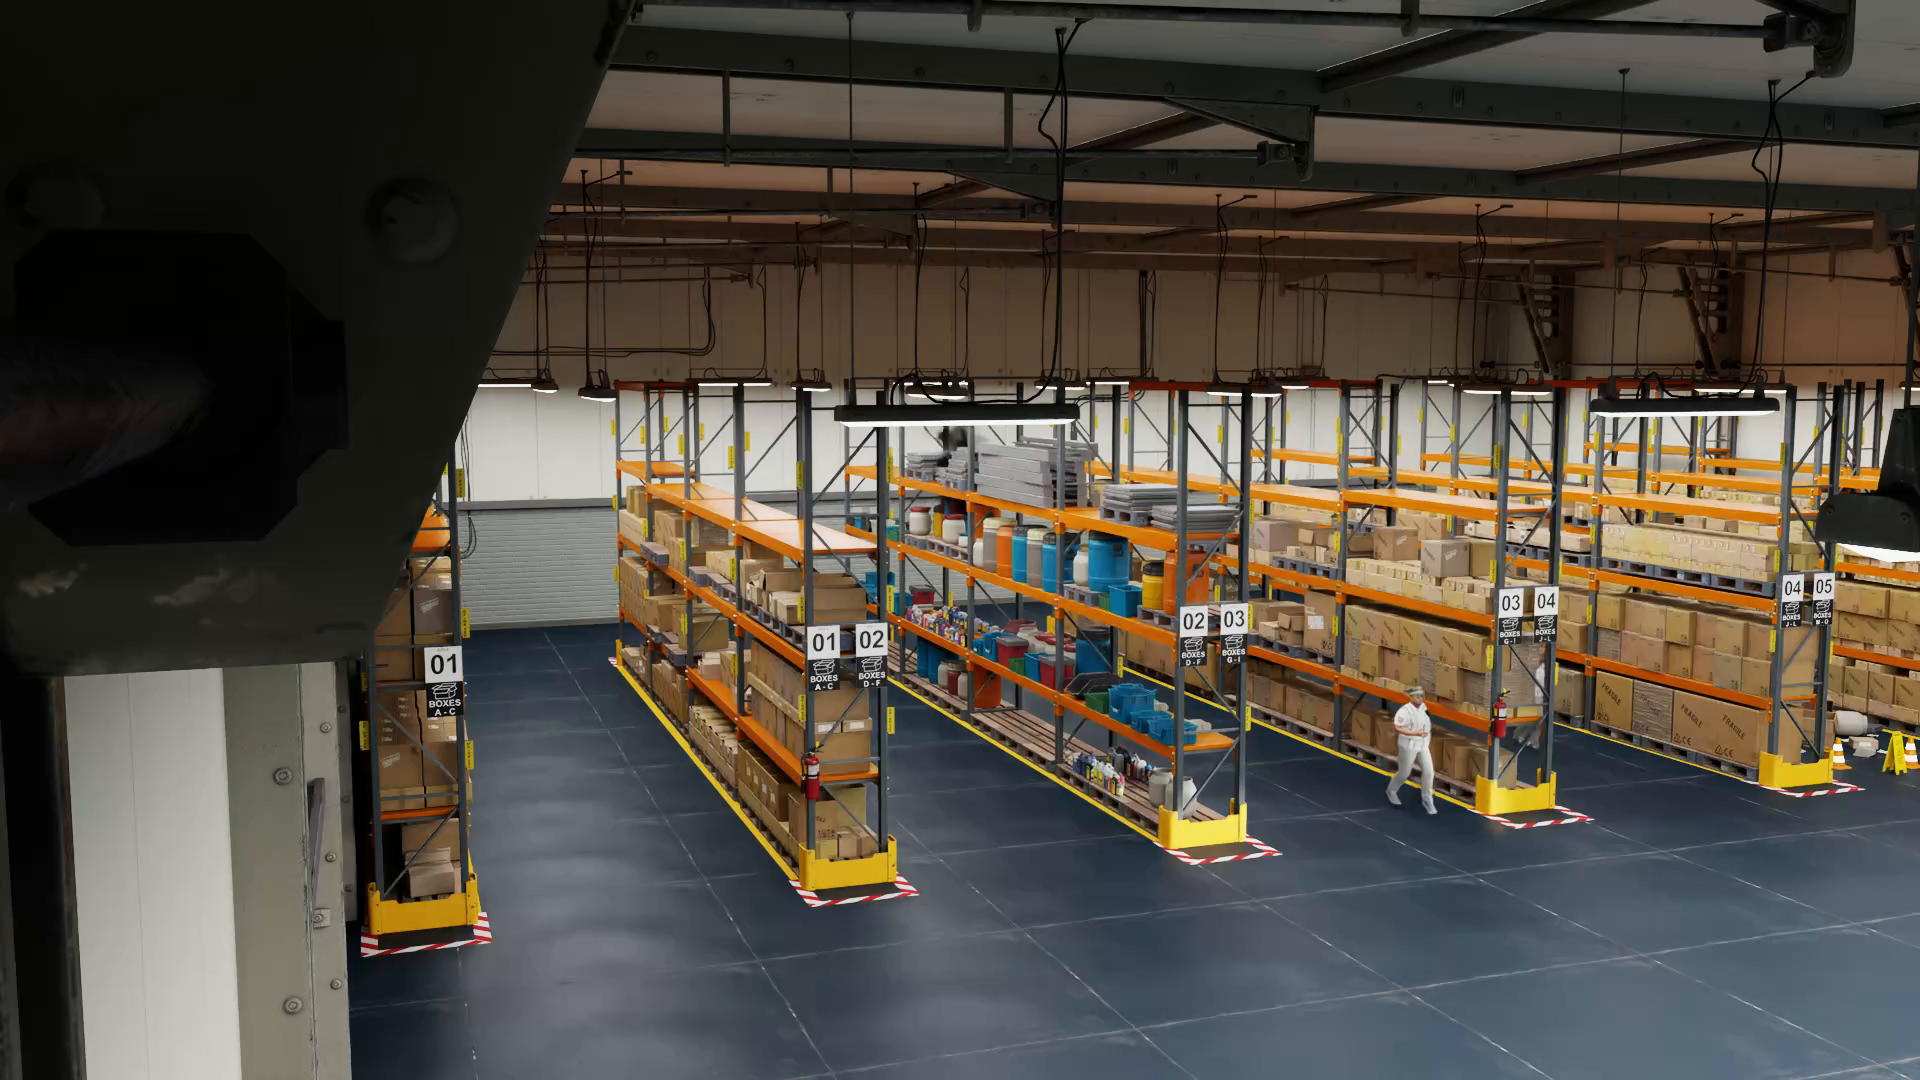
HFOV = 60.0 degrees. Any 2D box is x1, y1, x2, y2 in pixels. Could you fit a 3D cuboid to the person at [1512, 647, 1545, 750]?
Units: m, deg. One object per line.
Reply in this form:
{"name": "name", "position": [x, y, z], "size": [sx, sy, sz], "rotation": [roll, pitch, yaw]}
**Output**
{"name": "person", "position": [9.496, 2.599, 27.506], "size": [0.559, 1.718, 0.760], "rotation": [-5, 8, -37]}

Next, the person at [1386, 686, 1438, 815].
{"name": "person", "position": [6.424, 2.961, 23.642], "size": [0.692, 1.852, 0.812], "rotation": [-3, 7, -25]}
